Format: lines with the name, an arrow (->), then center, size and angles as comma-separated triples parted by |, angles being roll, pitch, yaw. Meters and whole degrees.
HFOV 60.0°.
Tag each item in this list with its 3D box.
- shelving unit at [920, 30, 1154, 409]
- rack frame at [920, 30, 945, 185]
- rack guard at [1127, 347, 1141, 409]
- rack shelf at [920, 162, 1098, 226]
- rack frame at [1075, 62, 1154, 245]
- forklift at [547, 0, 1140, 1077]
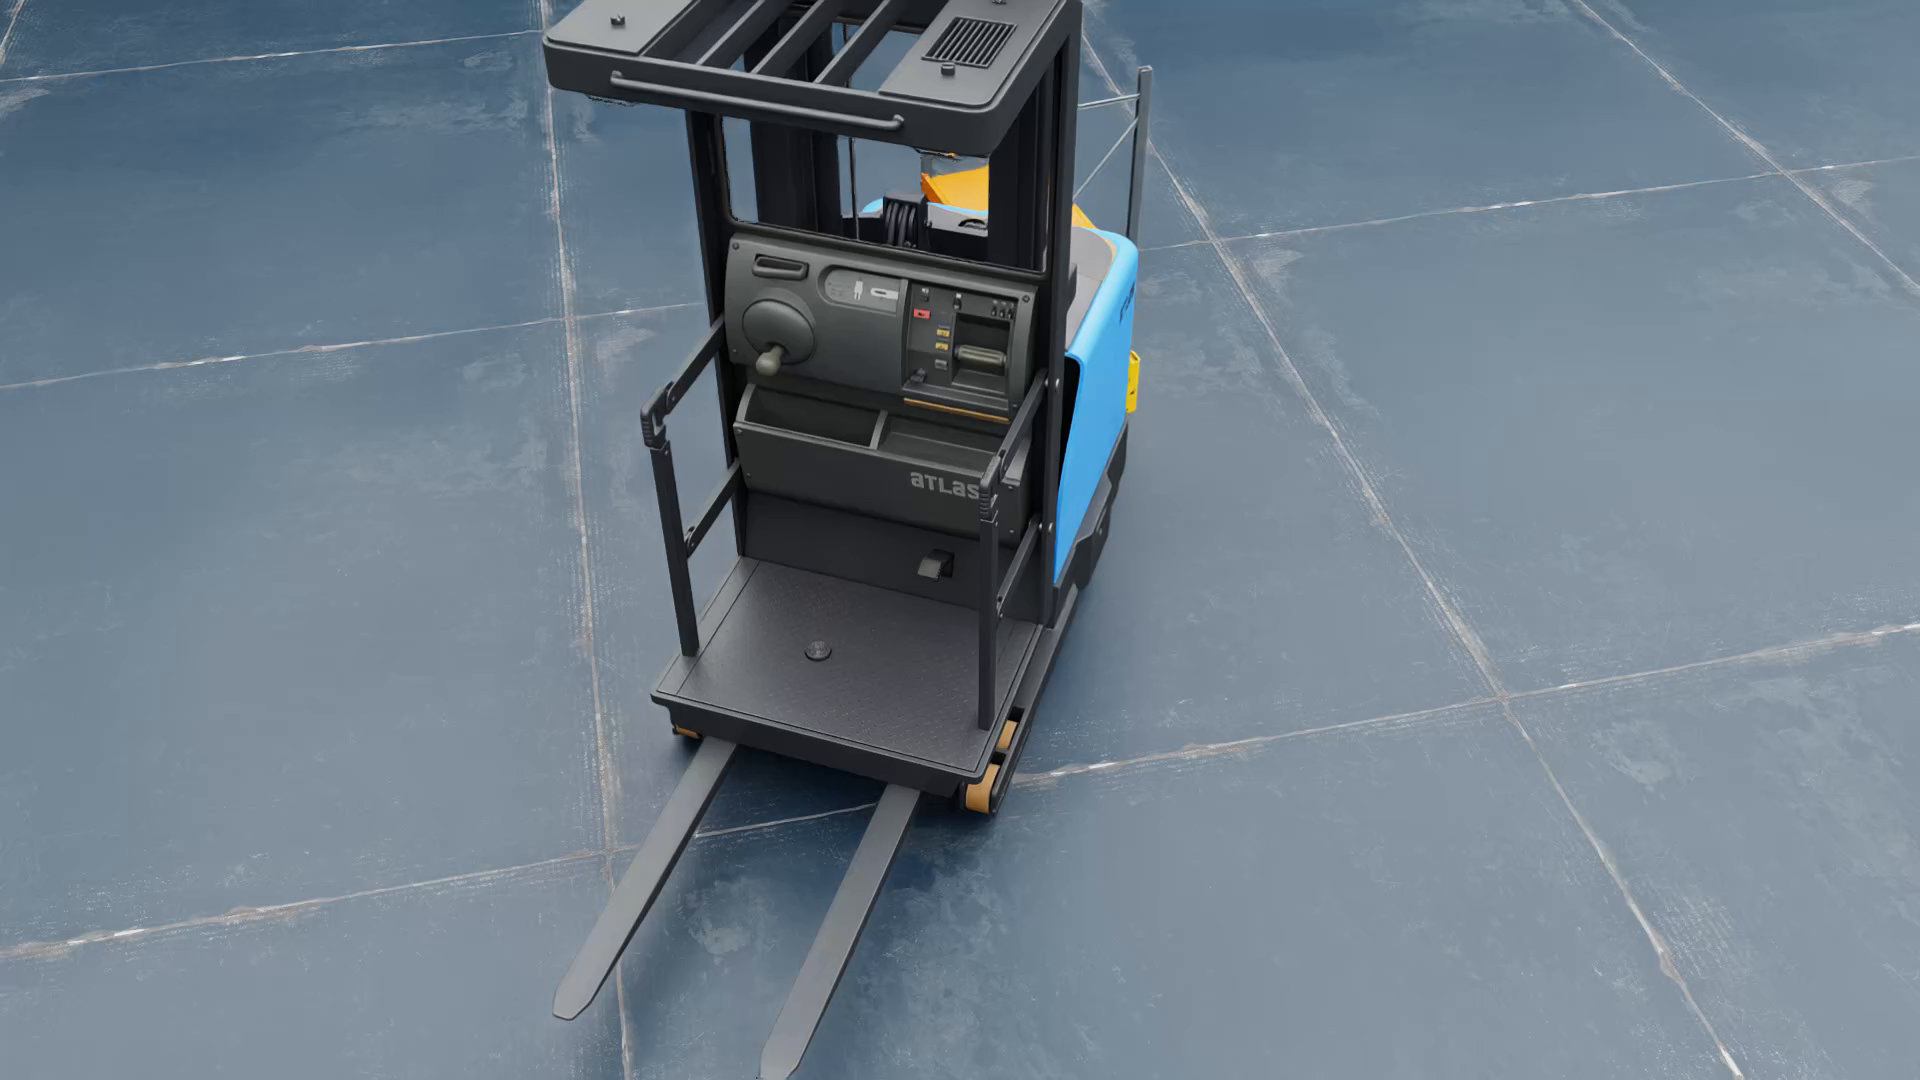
shelving unit -> 0.267, -1.374, 6.668 | 0.587, 1.500, 1.083 | -15, 44, -16
rack frame -> 0.077, -1.694, 7.028 | 0.500, 1.500, 0.032 | -15, 44, -16
rack guard -> 0.449, -0.599, 6.736 | 0.587, 0.250, 0.087 | -15, 44, -16
rack shelf -> 0.263, -1.245, 6.794 | 0.538, 0.185, 1.000 | -15, 44, -16
rack frame -> 0.449, -1.065, 6.321 | 0.500, 1.500, 0.032 | -15, 44, -16
forklift -> -0.299, -0.552, 4.664 | 1.130, 2.935, 3.031 | 12, 43, 14
